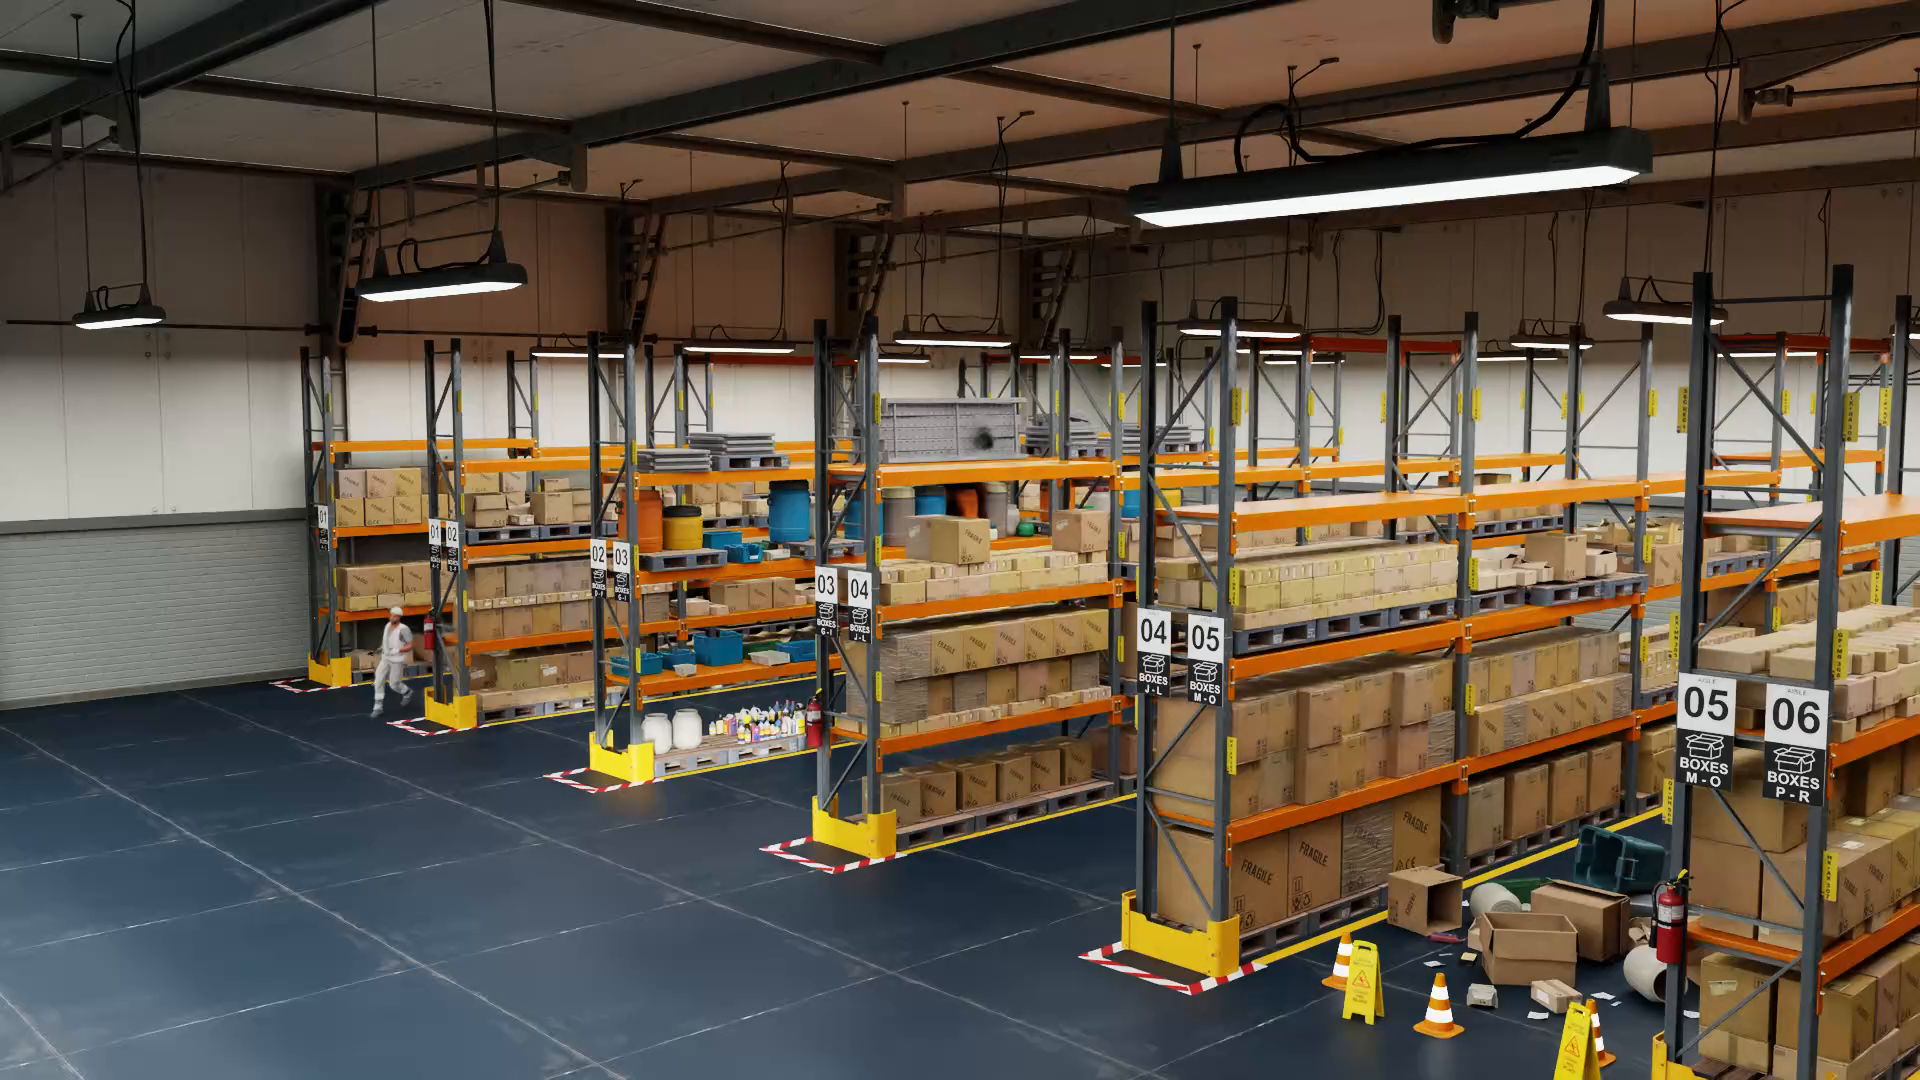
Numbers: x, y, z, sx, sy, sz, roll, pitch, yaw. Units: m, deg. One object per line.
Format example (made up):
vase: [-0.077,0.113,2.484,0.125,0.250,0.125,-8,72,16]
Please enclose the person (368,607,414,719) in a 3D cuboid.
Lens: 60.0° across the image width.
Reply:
person: [-9.084,1.946,26.755,0.707,1.776,0.870,2,5,23]
